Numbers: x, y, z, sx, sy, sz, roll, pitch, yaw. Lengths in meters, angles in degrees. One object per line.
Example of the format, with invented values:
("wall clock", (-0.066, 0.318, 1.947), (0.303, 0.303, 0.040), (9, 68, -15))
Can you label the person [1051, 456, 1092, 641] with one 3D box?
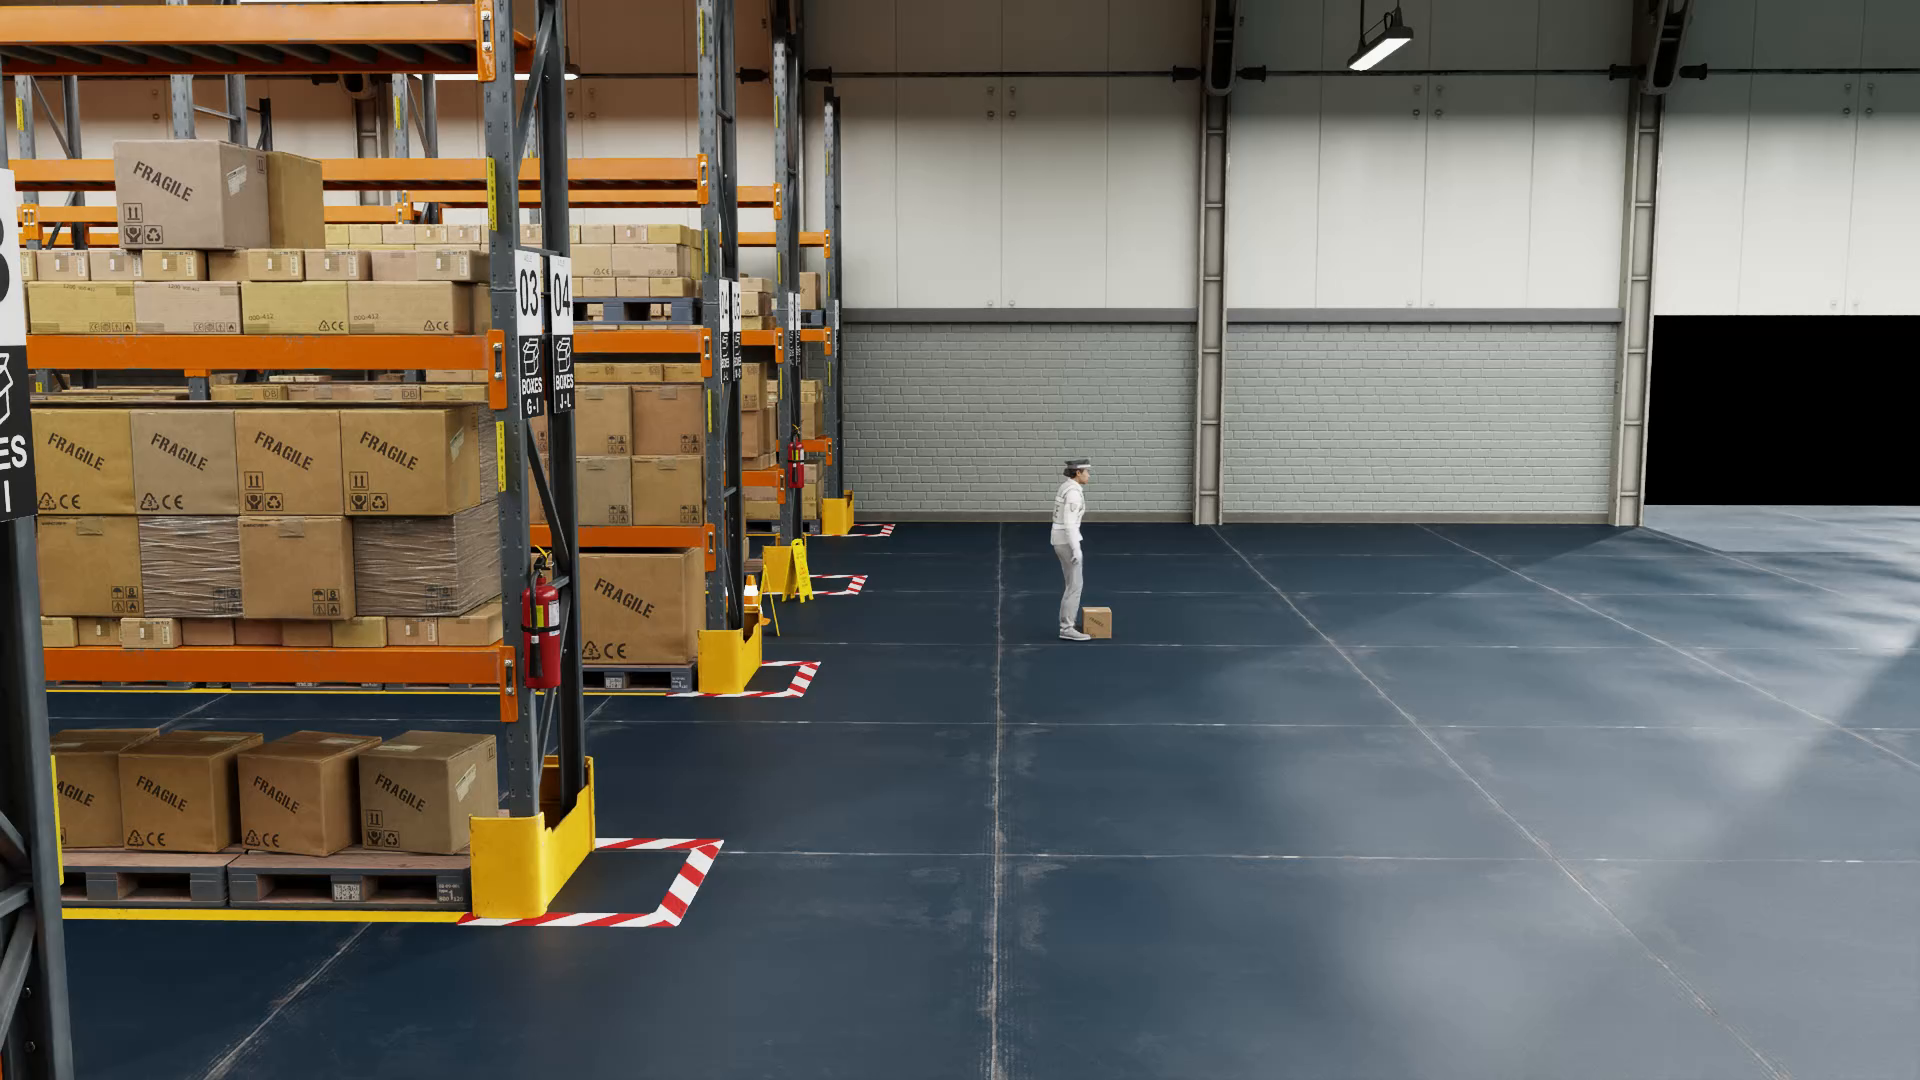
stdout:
("person", (1.040, 0.064, 15.264), (0.405, 1.663, 0.537), (0, 7, 0))
